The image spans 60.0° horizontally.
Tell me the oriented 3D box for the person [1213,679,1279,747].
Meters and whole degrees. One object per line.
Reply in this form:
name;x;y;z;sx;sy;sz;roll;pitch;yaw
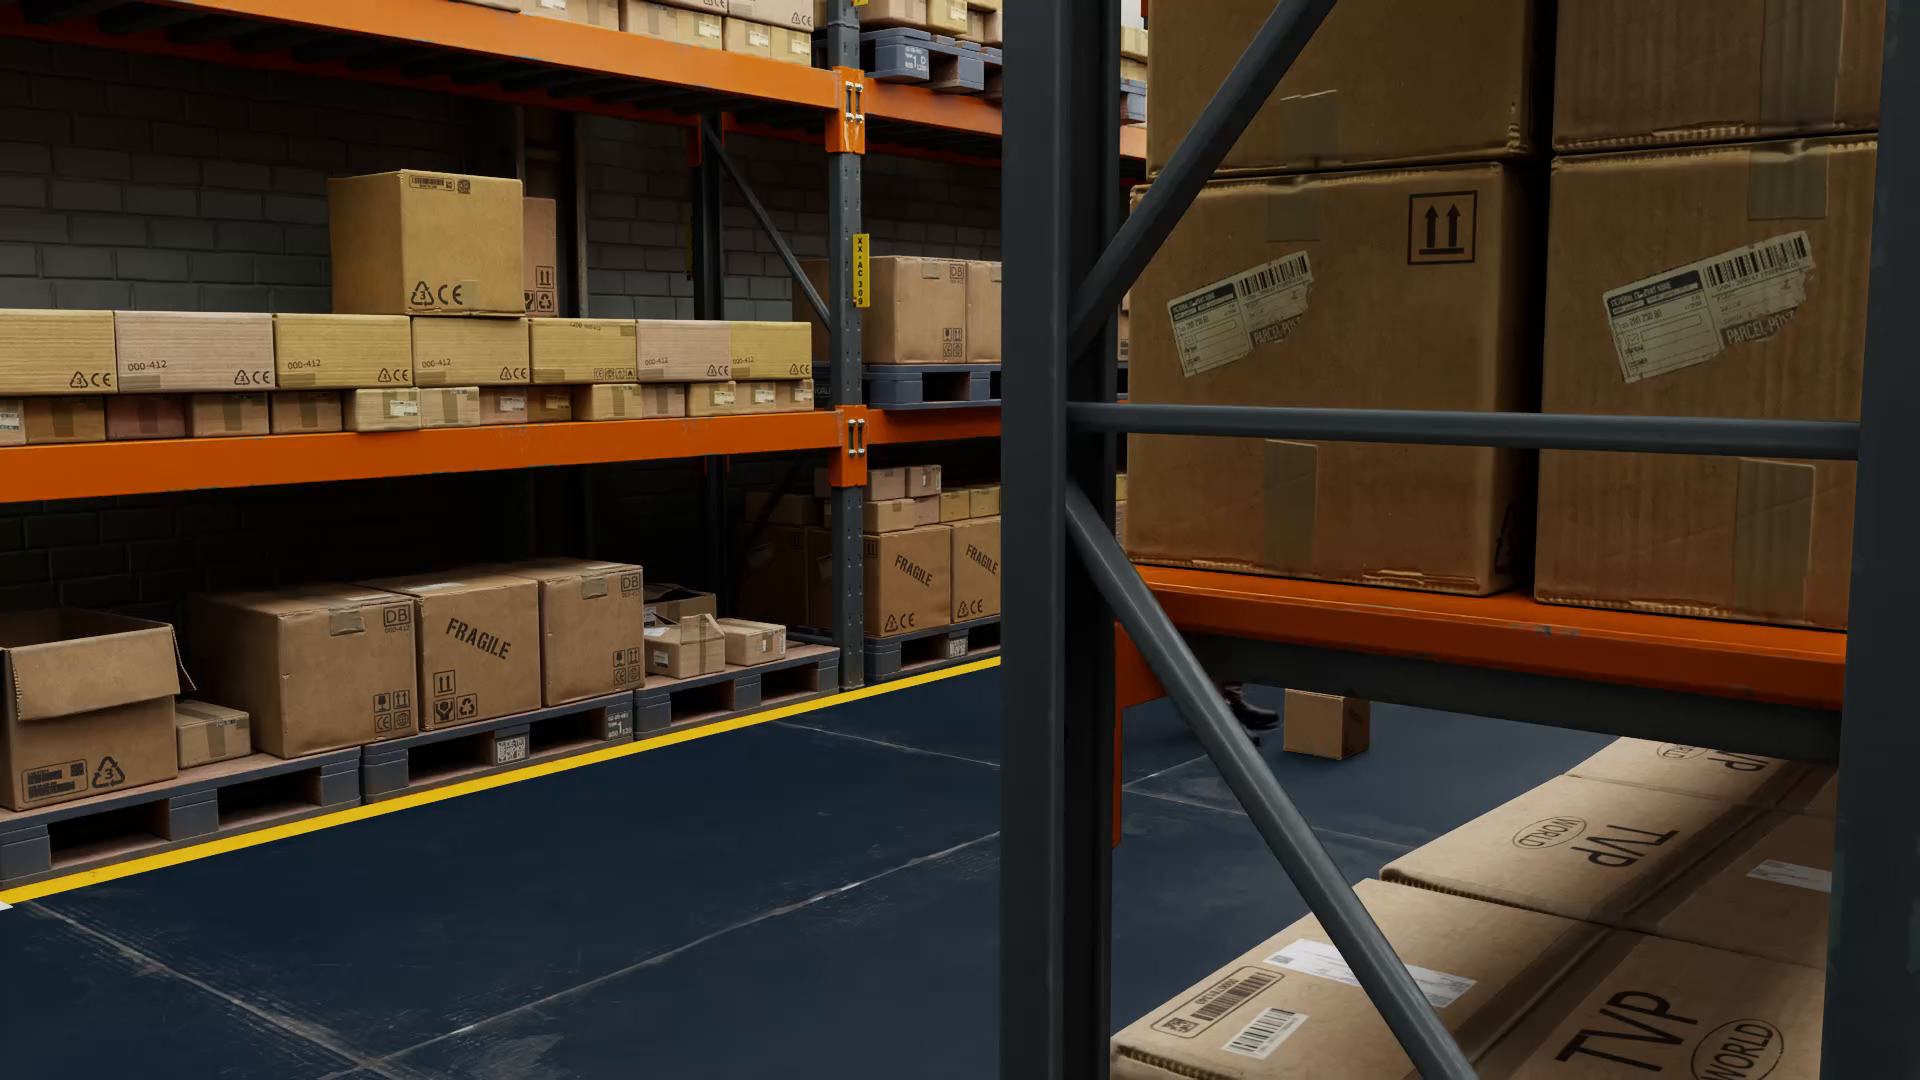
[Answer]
person;1.116;-0.065;6.826;0.408;1.743;0.645;4;8;29
